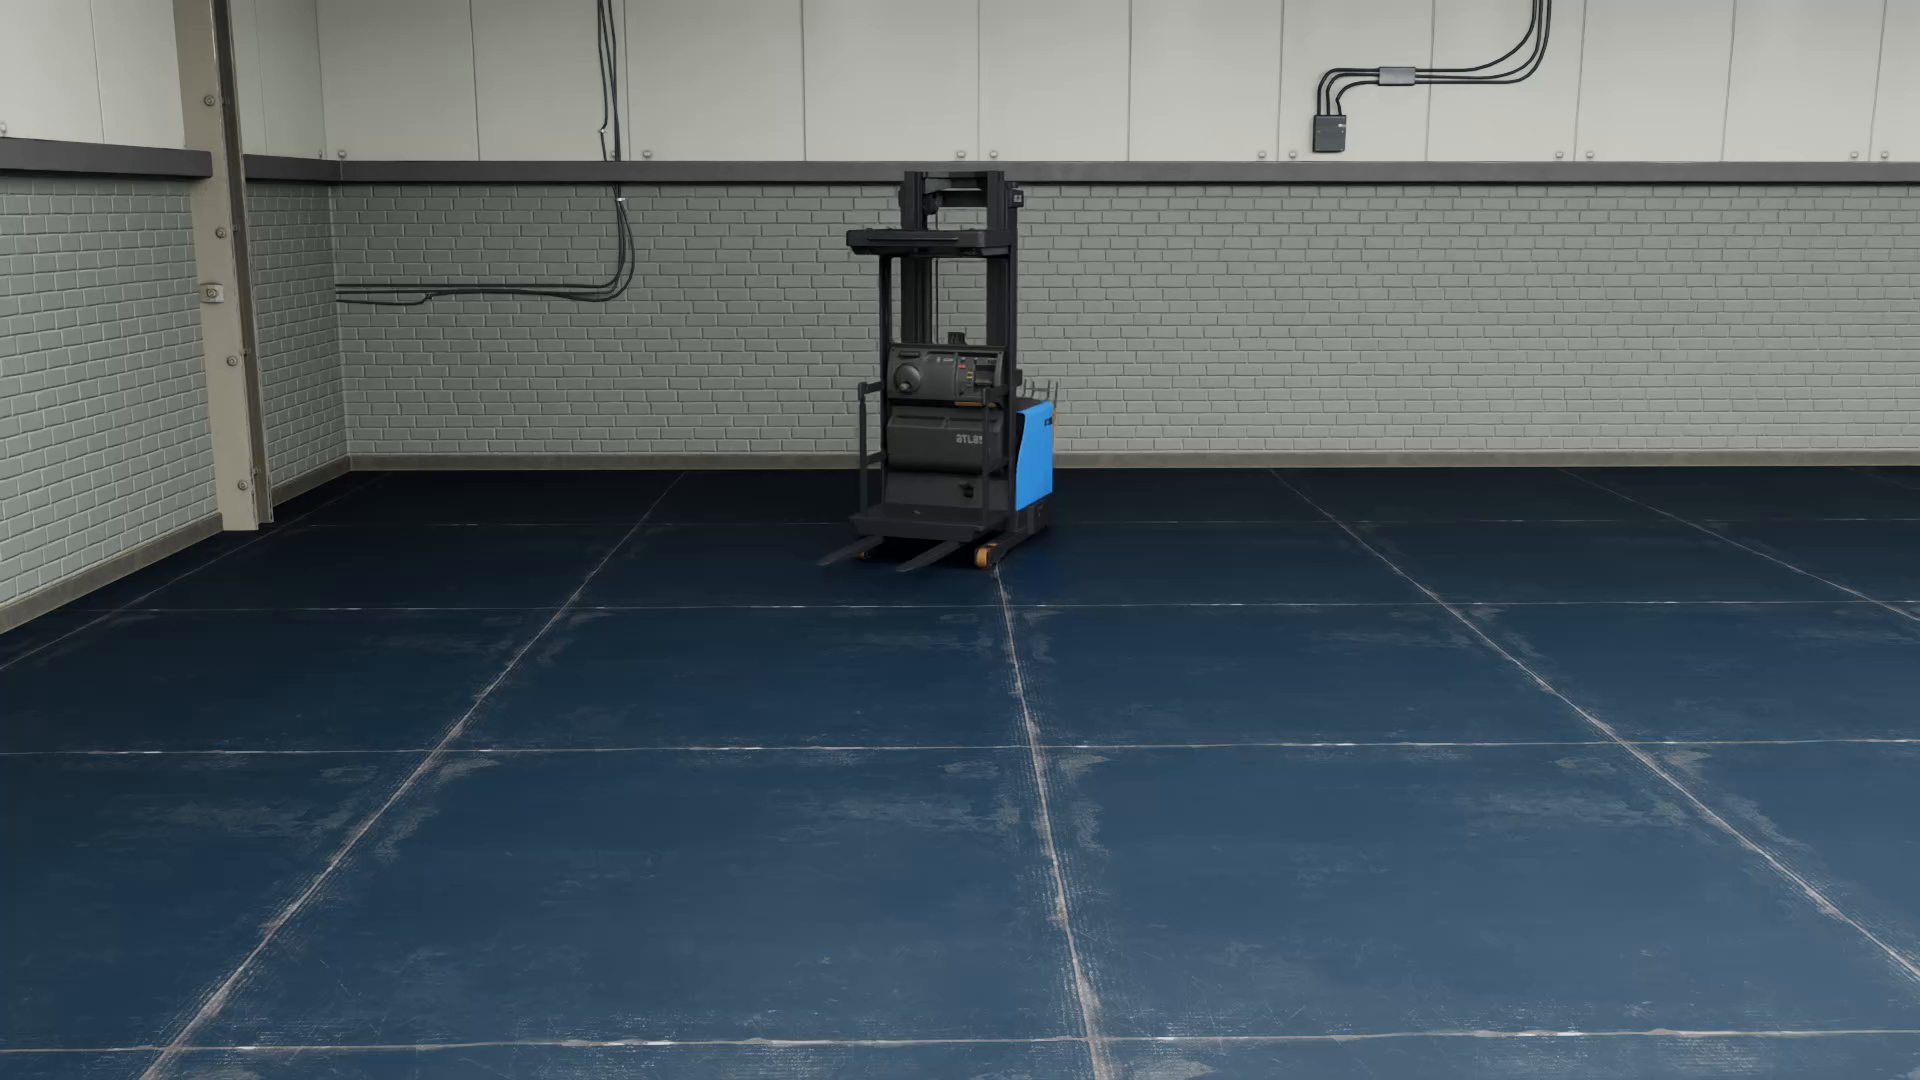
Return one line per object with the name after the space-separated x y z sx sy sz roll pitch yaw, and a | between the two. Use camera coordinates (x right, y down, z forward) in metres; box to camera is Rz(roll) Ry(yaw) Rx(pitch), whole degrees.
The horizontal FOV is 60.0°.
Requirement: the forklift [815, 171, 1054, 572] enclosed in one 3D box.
-0.186 -1.308 12.636 1.130 2.935 3.031 4 12 19 | forklift

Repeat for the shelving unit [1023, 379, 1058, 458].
0.651 -0.774 14.319 0.258 1.200 0.189 5 1 25 | shelving unit

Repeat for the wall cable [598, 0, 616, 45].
-2.105 -6.087 16.038 3.097 2.526 0.112 0 11 -1 | wall cable

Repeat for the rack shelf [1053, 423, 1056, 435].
0.668 -0.969 14.315 0.258 0.103 0.180 5 1 25 | rack shelf

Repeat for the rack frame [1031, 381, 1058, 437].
0.690 -0.772 14.402 0.240 1.200 0.006 5 1 25 | rack frame

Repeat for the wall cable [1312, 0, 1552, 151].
4.682 -6.825 16.015 2.305 6.003 0.169 0 11 -1 | wall cable

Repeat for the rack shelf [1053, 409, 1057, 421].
0.678 -1.088 14.312 0.258 0.103 0.180 5 1 25 | rack shelf

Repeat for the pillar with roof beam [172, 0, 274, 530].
-1.767 -4.549 13.351 9.100 9.000 0.400 0 11 -1 | pillar with roof beam

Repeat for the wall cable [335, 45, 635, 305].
-4.810 -3.601 16.486 3.097 2.526 0.112 0 11 -1 | wall cable

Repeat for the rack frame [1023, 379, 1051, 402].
0.613 -0.775 14.236 0.240 1.200 0.006 5 1 25 | rack frame
